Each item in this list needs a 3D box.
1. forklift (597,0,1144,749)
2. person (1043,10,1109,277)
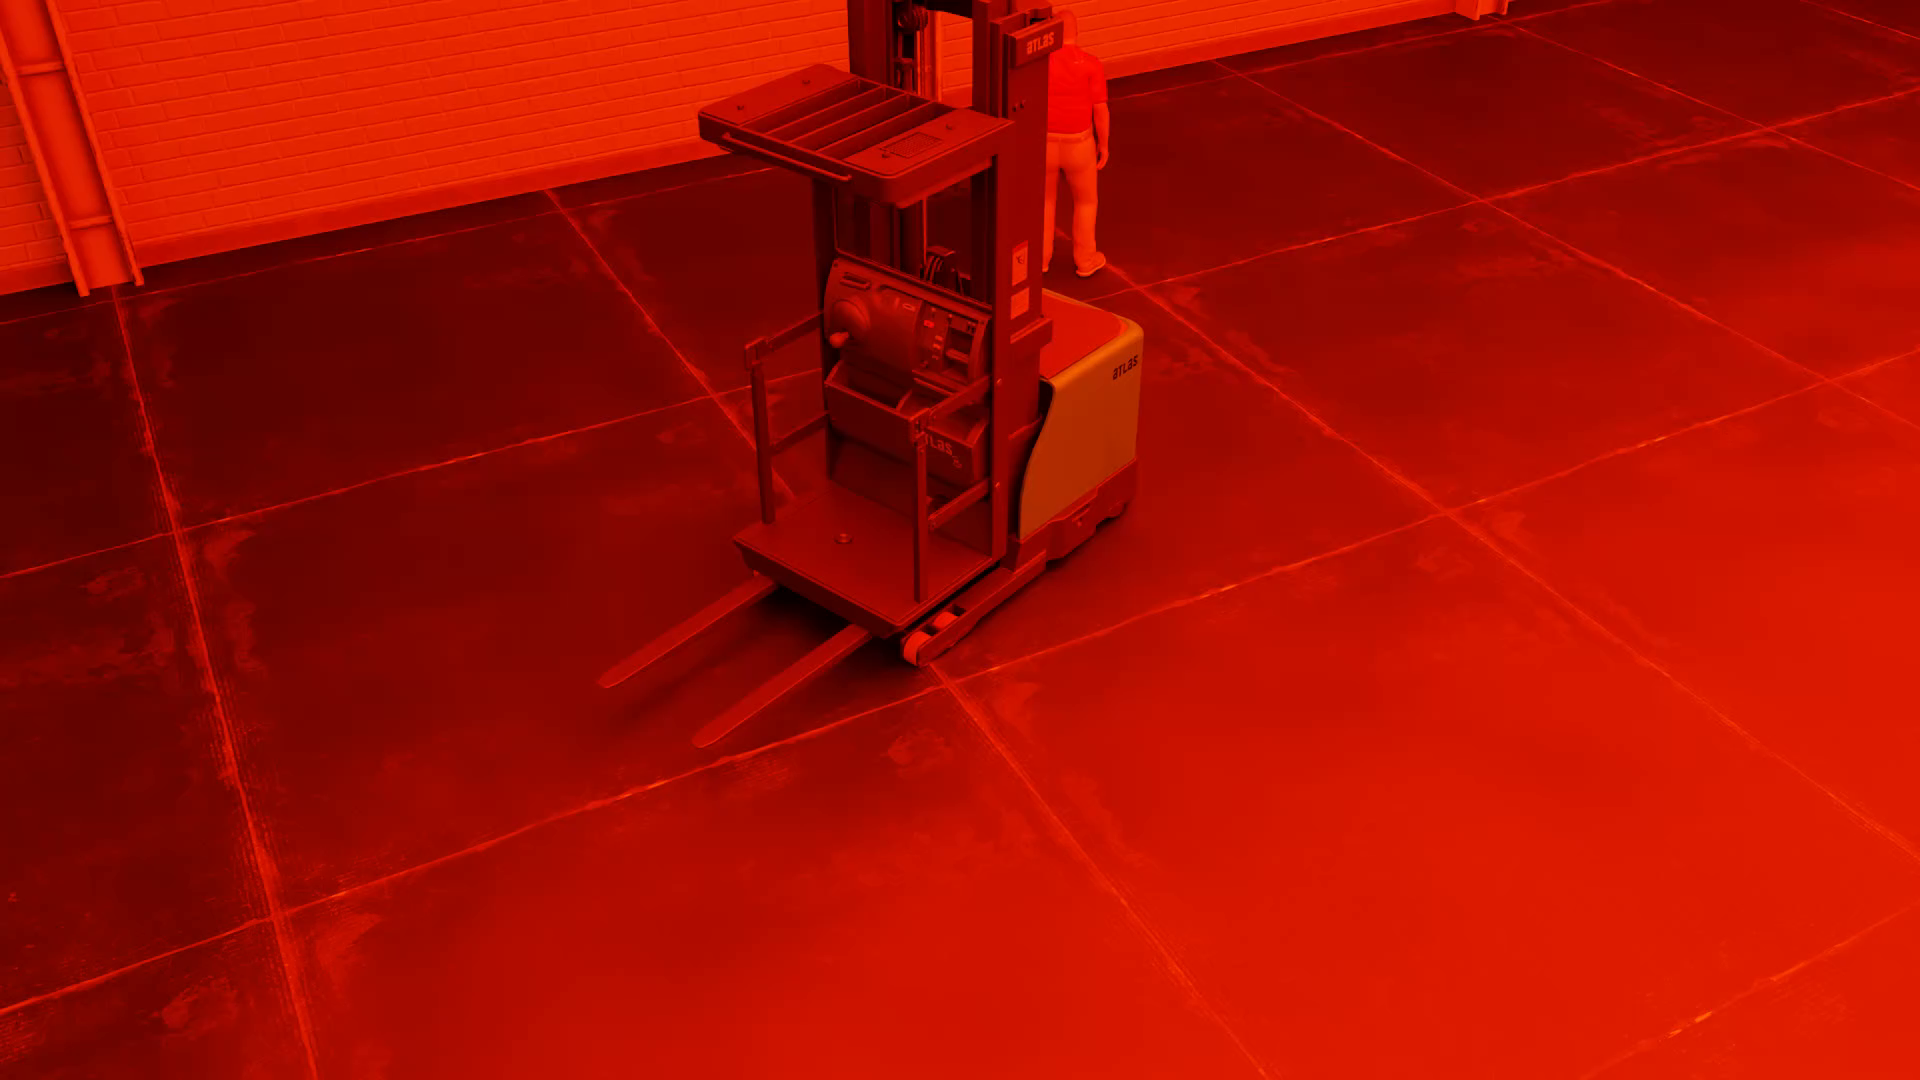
[{"bbox_3d":[-0.390,-0.927,7.434,1.130,2.935,3.031,26,43,31],"label":"forklift"},{"bbox_3d":[0.675,-2.551,10.775,0.598,1.725,0.399,6,36,8],"label":"person"}]
